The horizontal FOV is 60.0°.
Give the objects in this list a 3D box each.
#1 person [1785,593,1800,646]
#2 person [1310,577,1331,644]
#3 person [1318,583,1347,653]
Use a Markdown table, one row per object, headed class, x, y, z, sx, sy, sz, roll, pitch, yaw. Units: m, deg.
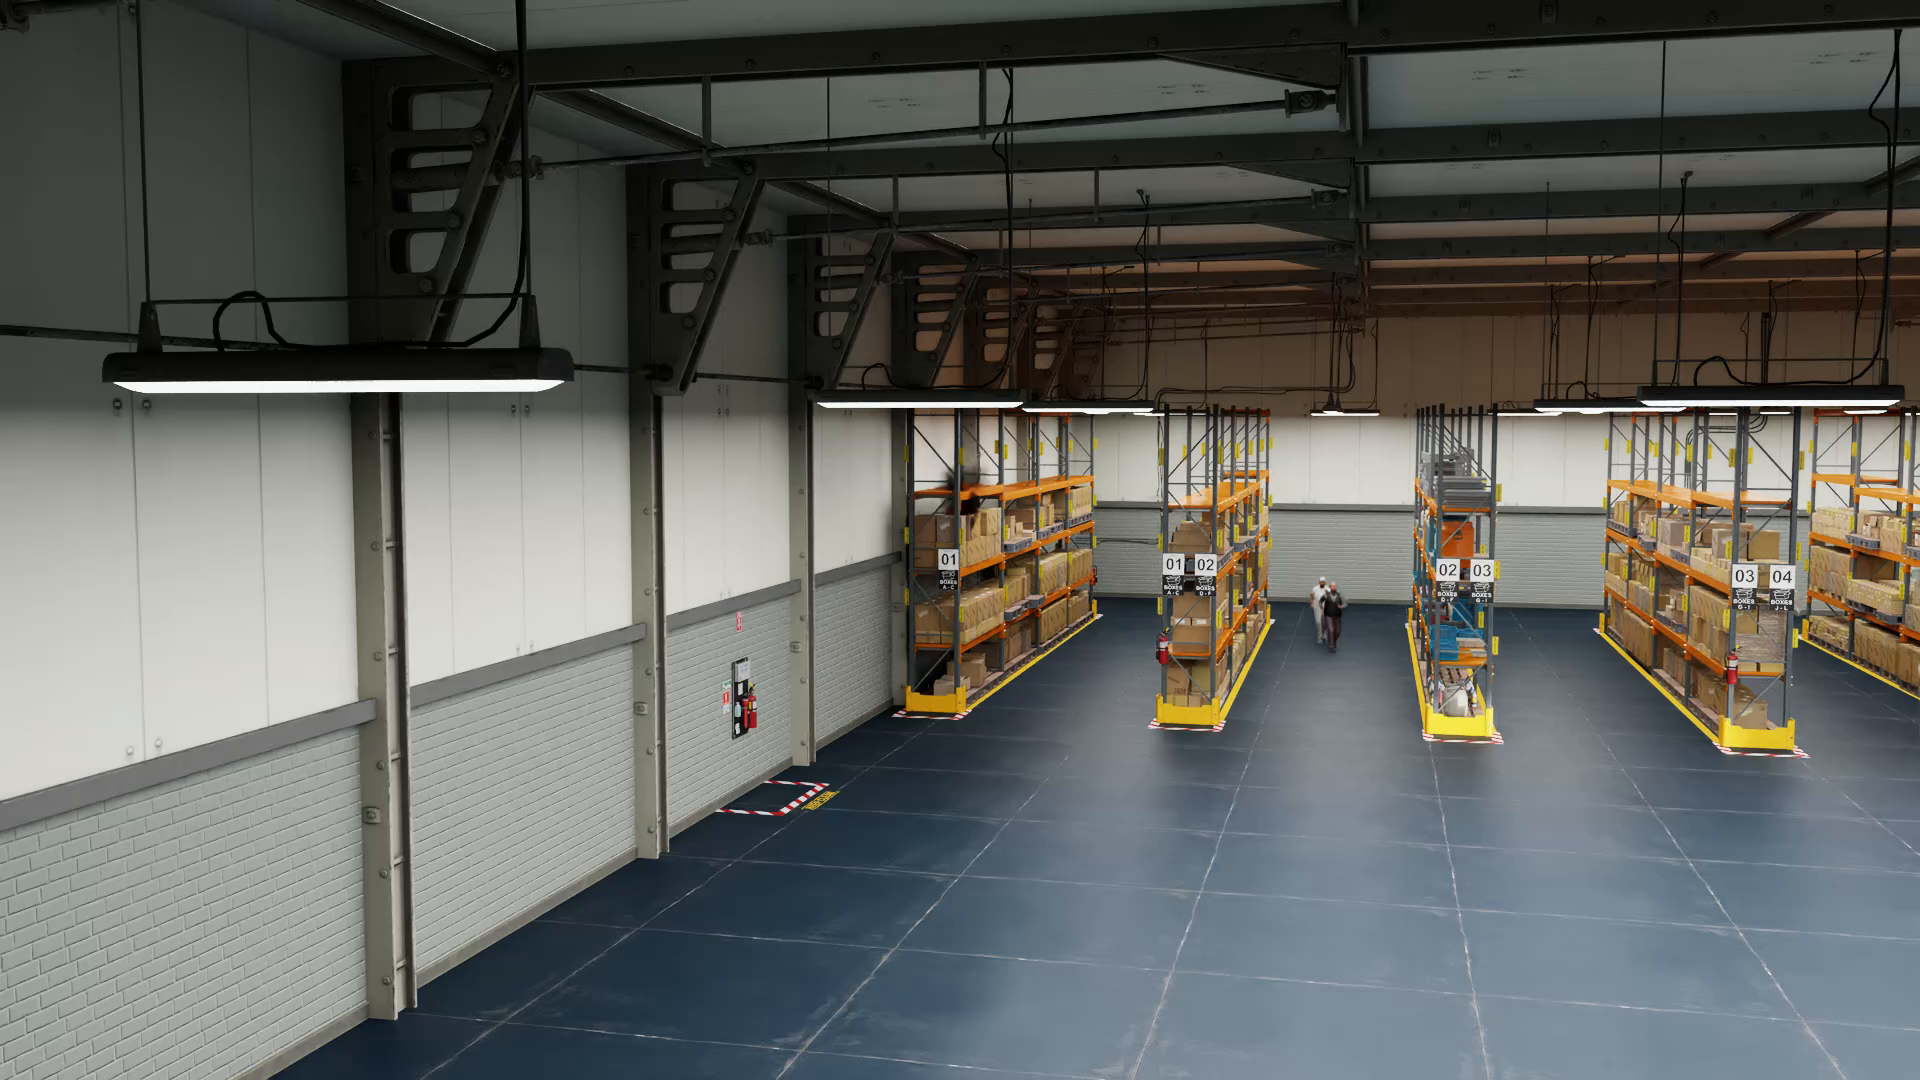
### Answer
| class | x | y | z | sx | sy | sz | roll | pitch | yaw |
| --- | --- | --- | --- | --- | --- | --- | --- | --- | --- |
| person | 20.184 | 1.887 | 40.674 | 0.664 | 1.780 | 0.886 | 1 | 4 | 13 |
| person | 9.266 | 1.769 | 42.563 | 0.600 | 1.665 | 0.928 | 1 | 4 | 10 |
| person | 9.144 | 1.893 | 40.796 | 0.666 | 1.697 | 0.930 | 0 | 4 | 2 |
